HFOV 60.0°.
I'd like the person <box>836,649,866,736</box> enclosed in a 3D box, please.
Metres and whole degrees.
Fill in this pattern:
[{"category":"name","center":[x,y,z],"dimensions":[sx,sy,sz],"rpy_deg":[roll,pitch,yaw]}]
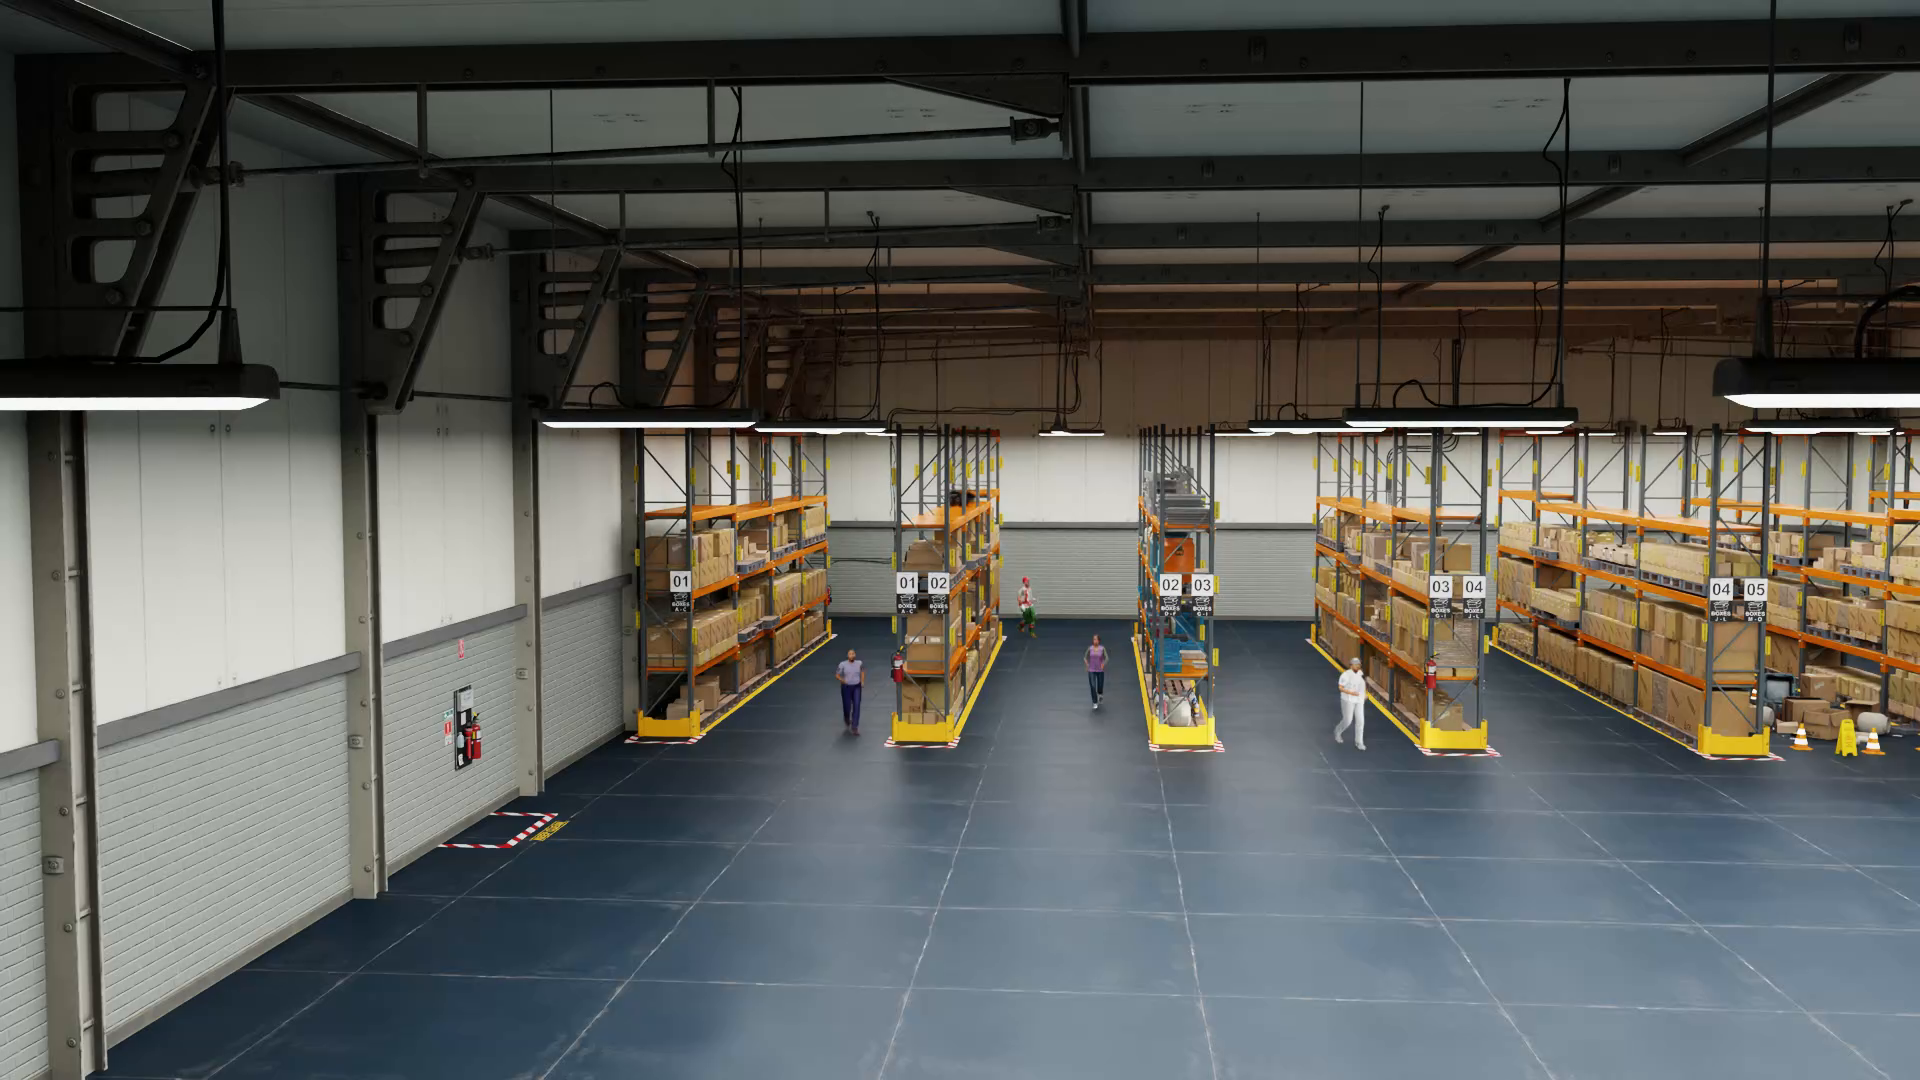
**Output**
[{"category":"person","center":[-2.121,2.935,32.414],"dimensions":[0.609,1.639,0.918],"rpy_deg":[-1,4,-8]}]

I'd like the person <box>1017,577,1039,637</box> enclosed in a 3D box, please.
[{"category":"person","center":[1.878,1.939,48.144],"dimensions":[0.755,1.754,0.771],"rpy_deg":[3,5,44]}]

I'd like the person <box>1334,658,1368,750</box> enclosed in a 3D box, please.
[{"category":"person","center":[7.295,3.020,30.936],"dimensions":[0.628,1.692,0.807],"rpy_deg":[-1,4,-20]}]

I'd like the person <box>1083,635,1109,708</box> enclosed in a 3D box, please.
[{"category":"person","center":[2.893,2.790,35.431],"dimensions":[0.535,1.548,0.567],"rpy_deg":[1,4,8]}]
